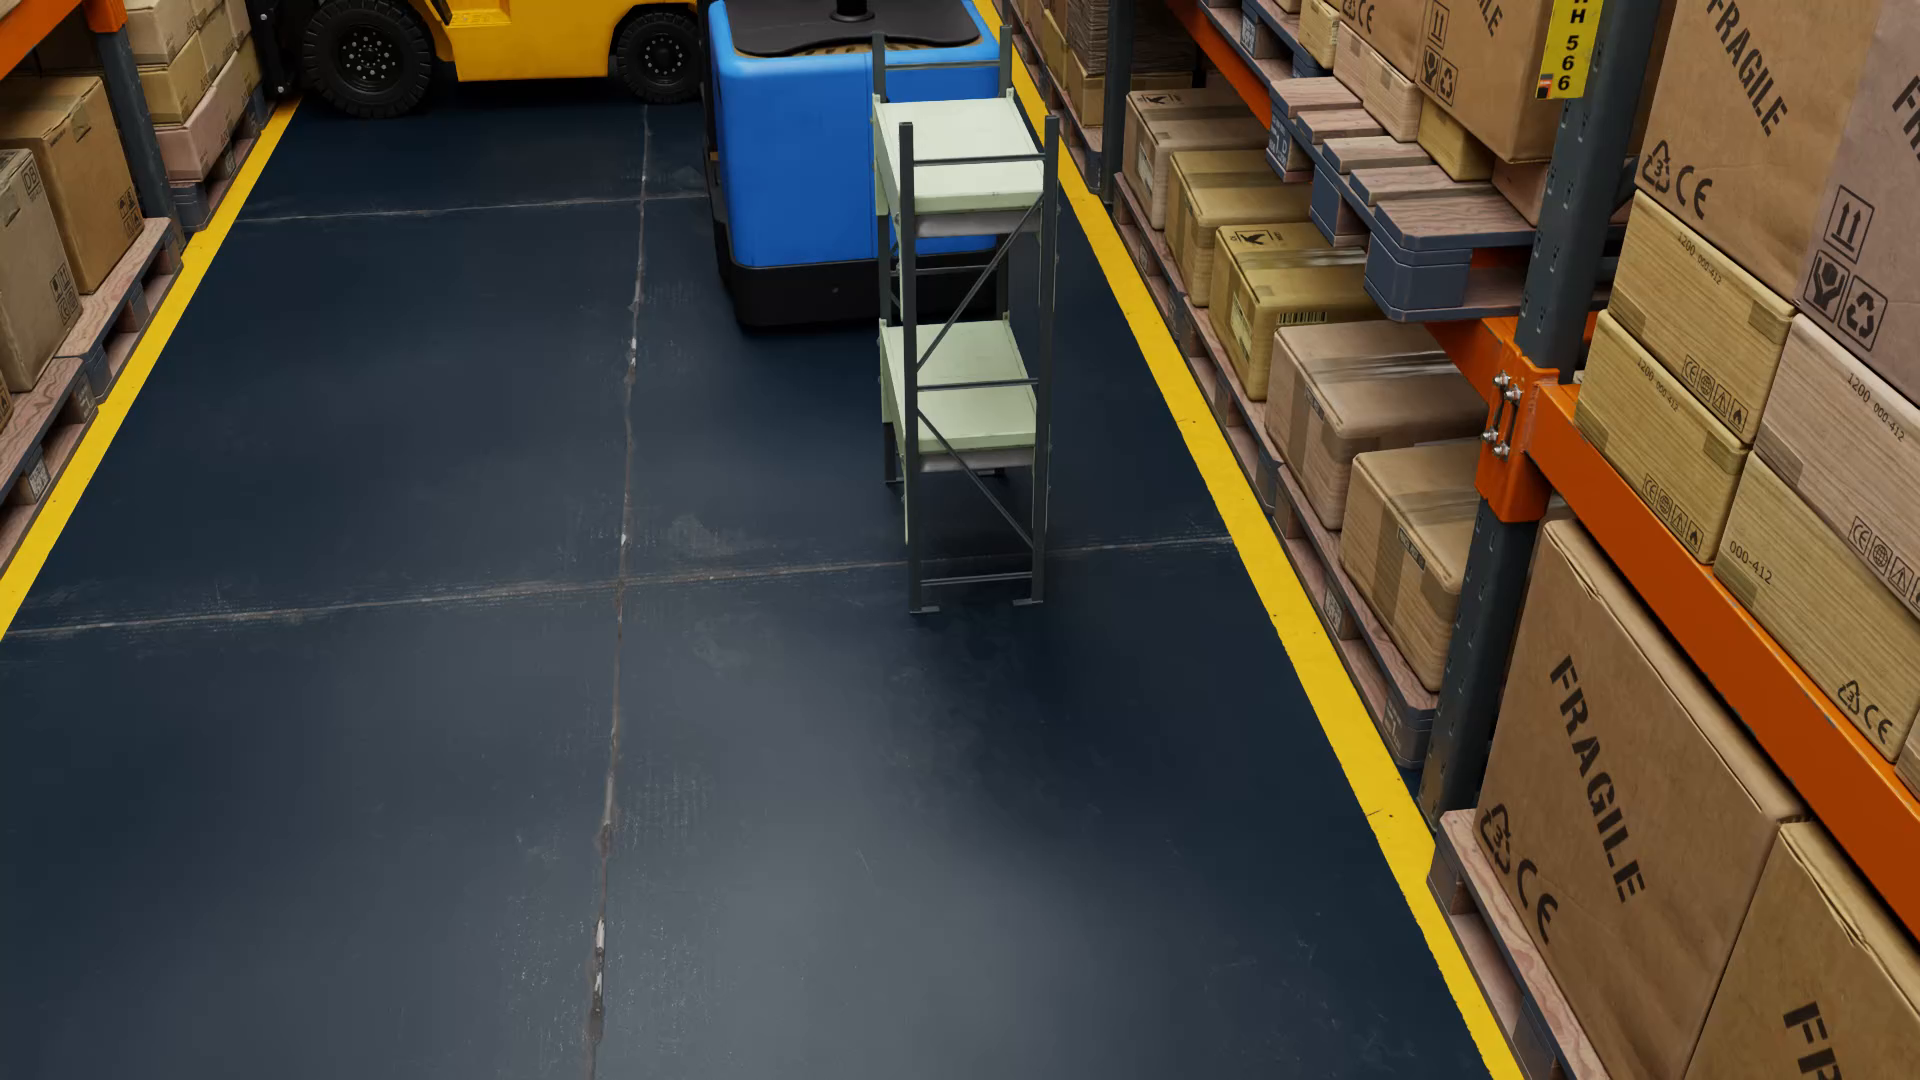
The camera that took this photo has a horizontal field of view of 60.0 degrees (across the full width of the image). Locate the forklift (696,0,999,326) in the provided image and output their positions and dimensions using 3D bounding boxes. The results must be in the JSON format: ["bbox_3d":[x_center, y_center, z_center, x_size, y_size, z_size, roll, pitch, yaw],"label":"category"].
[{"bbox_3d":[-0.596,-2.844,6.821,1.130,2.935,3.031,-6,35,-8],"label":"forklift"}]

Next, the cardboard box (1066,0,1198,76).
[{"bbox_3d":[0.789,-2.460,7.599,0.500,0.500,0.500,-5,35,-7],"label":"cardboard box"}]

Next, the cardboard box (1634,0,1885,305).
[{"bbox_3d":[1.496,-0.732,2.683,0.500,0.500,0.500,-5,35,-8],"label":"cardboard box"}]

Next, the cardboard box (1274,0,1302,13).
[{"bbox_3d":[1.108,-1.664,4.879,0.380,0.149,0.250,-5,35,-8],"label":"cardboard box"}]

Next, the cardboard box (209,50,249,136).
[{"bbox_3d":[-3.605,-2.039,7.648,0.500,0.250,0.500,-5,35,-7],"label":"cardboard box"}]

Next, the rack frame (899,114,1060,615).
[{"bbox_3d":[0.048,-0.419,4.533,0.400,1.500,0.023,-4,35,-6],"label":"rack frame"}]

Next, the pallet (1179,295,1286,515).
[{"bbox_3d":[1.408,-0.534,5.846,1.003,0.211,1.213,-4,35,-6],"label":"pallet"}]

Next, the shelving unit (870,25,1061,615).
[{"bbox_3d":[-0.001,-0.623,4.833,0.431,1.500,0.755,-4,35,-6],"label":"shelving unit"}]

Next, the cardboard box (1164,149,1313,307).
[{"bbox_3d":[1.307,-1.197,6.304,0.950,0.372,0.625,-2,34,-3],"label":"cardboard box"}]

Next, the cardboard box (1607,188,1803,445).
[{"bbox_3d":[1.495,-0.414,2.883,0.500,0.250,0.500,-5,35,-7],"label":"cardboard box"}]

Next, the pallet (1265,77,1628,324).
[{"bbox_3d":[1.471,-0.881,4.050,1.213,0.211,1.003,-4,35,-6],"label":"pallet"}]

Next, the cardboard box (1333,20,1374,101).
[{"bbox_3d":[1.183,-1.228,4.239,0.380,0.149,0.250,-6,35,-9],"label":"cardboard box"}]

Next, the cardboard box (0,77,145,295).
[{"bbox_3d":[-3.703,-1.327,6.269,0.875,0.625,0.625,-3,34,-4],"label":"cardboard box"}]

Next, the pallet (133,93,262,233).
[{"bbox_3d":[-3.849,-1.720,7.586,1.003,0.211,1.213,-4,35,-6],"label":"pallet"}]

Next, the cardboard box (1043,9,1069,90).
[{"bbox_3d":[0.707,-2.446,8.245,0.500,0.250,0.500,-5,35,-8],"label":"cardboard box"}]

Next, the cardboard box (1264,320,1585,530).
[{"bbox_3d":[1.499,-0.386,5.113,0.950,0.372,0.625,-5,35,-7],"label":"cardboard box"}]

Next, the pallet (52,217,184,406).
[{"bbox_3d":[-3.646,-0.864,6.331,1.003,0.211,1.213,-4,35,-6],"label":"pallet"}]

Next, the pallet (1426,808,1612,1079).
[{"bbox_3d":[1.703,1.027,3.555,1.003,0.211,1.213,-4,35,-6],"label":"pallet"}]

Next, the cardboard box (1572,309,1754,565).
[{"bbox_3d":[1.489,-0.217,3.037,0.500,0.250,0.500,-5,35,-7],"label":"cardboard box"}]

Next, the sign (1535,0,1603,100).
[{"bbox_3d":[1.136,-0.970,3.052,0.100,0.325,0.005,-4,35,-6],"label":"sign"}]

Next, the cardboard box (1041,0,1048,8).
[{"bbox_3d":[0.649,-3.028,8.433,0.500,0.500,0.500,-3,34,-4],"label":"cardboard box"}]

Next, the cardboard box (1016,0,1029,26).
[{"bbox_3d":[0.578,-3.012,9.075,0.500,0.250,0.500,-2,34,-3],"label":"cardboard box"}]

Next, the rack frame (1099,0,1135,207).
[{"bbox_3d":[1.134,-2.803,6.699,1.000,3.000,0.127,-4,35,-6],"label":"rack frame"}]

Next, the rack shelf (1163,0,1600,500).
[{"bbox_3d":[1.403,-1.390,5.264,1.077,0.370,4.000,-4,35,-6],"label":"rack shelf"}]

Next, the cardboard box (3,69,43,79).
[{"bbox_3d":[-4.053,-1.925,7.036,0.500,0.250,0.500,-5,35,-7],"label":"cardboard box"}]

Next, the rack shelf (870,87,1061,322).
[{"bbox_3d":[-0.001,-0.946,4.613,0.431,0.370,0.720,-4,35,-6],"label":"rack shelf"}]

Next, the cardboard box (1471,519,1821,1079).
[{"bbox_3d":[1.683,0.525,3.329,0.875,0.875,0.875,-5,35,-7],"label":"cardboard box"}]

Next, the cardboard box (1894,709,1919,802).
[{"bbox_3d":[1.640,0.362,2.189,0.500,0.250,0.500,-3,34,-5],"label":"cardboard box"}]

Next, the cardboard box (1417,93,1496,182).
[{"bbox_3d":[1.287,-0.950,3.830,0.380,0.149,0.250,-4,34,-6],"label":"cardboard box"}]

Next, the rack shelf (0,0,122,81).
[{"bbox_3d":[-3.515,-1.012,4.710,1.077,0.370,4.000,-4,35,-6],"label":"rack shelf"}]

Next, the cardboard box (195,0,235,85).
[{"bbox_3d":[-3.613,-2.243,7.503,0.500,0.250,0.500,-5,35,-7],"label":"cardboard box"}]

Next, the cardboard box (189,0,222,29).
[{"bbox_3d":[-3.597,-2.455,7.370,0.500,0.250,0.500,-4,35,-6],"label":"cardboard box"}]

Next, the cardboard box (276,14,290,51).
[{"bbox_3d":[-3.738,-2.610,8.485,0.500,0.250,0.500,-3,34,-5],"label":"cardboard box"}]

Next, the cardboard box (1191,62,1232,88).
[{"bbox_3d":[1.322,-2.190,7.869,0.500,0.250,0.500,-6,35,-9],"label":"cardboard box"}]

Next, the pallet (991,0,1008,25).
[{"bbox_3d":[0.681,-3.384,10.029,1.003,0.211,1.213,-4,35,-6],"label":"pallet"}]

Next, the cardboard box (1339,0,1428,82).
[{"bbox_3d":[1.255,-1.429,3.957,0.500,0.500,0.500,-5,35,-7],"label":"cardboard box"}]

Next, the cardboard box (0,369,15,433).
[{"bbox_3d":[-3.503,-0.474,5.017,0.875,0.625,0.625,-6,35,-8],"label":"cardboard box"}]

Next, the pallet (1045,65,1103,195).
[{"bbox_3d":[1.009,-2.023,8.031,1.003,0.211,1.213,-4,35,-6],"label":"pallet"}]
